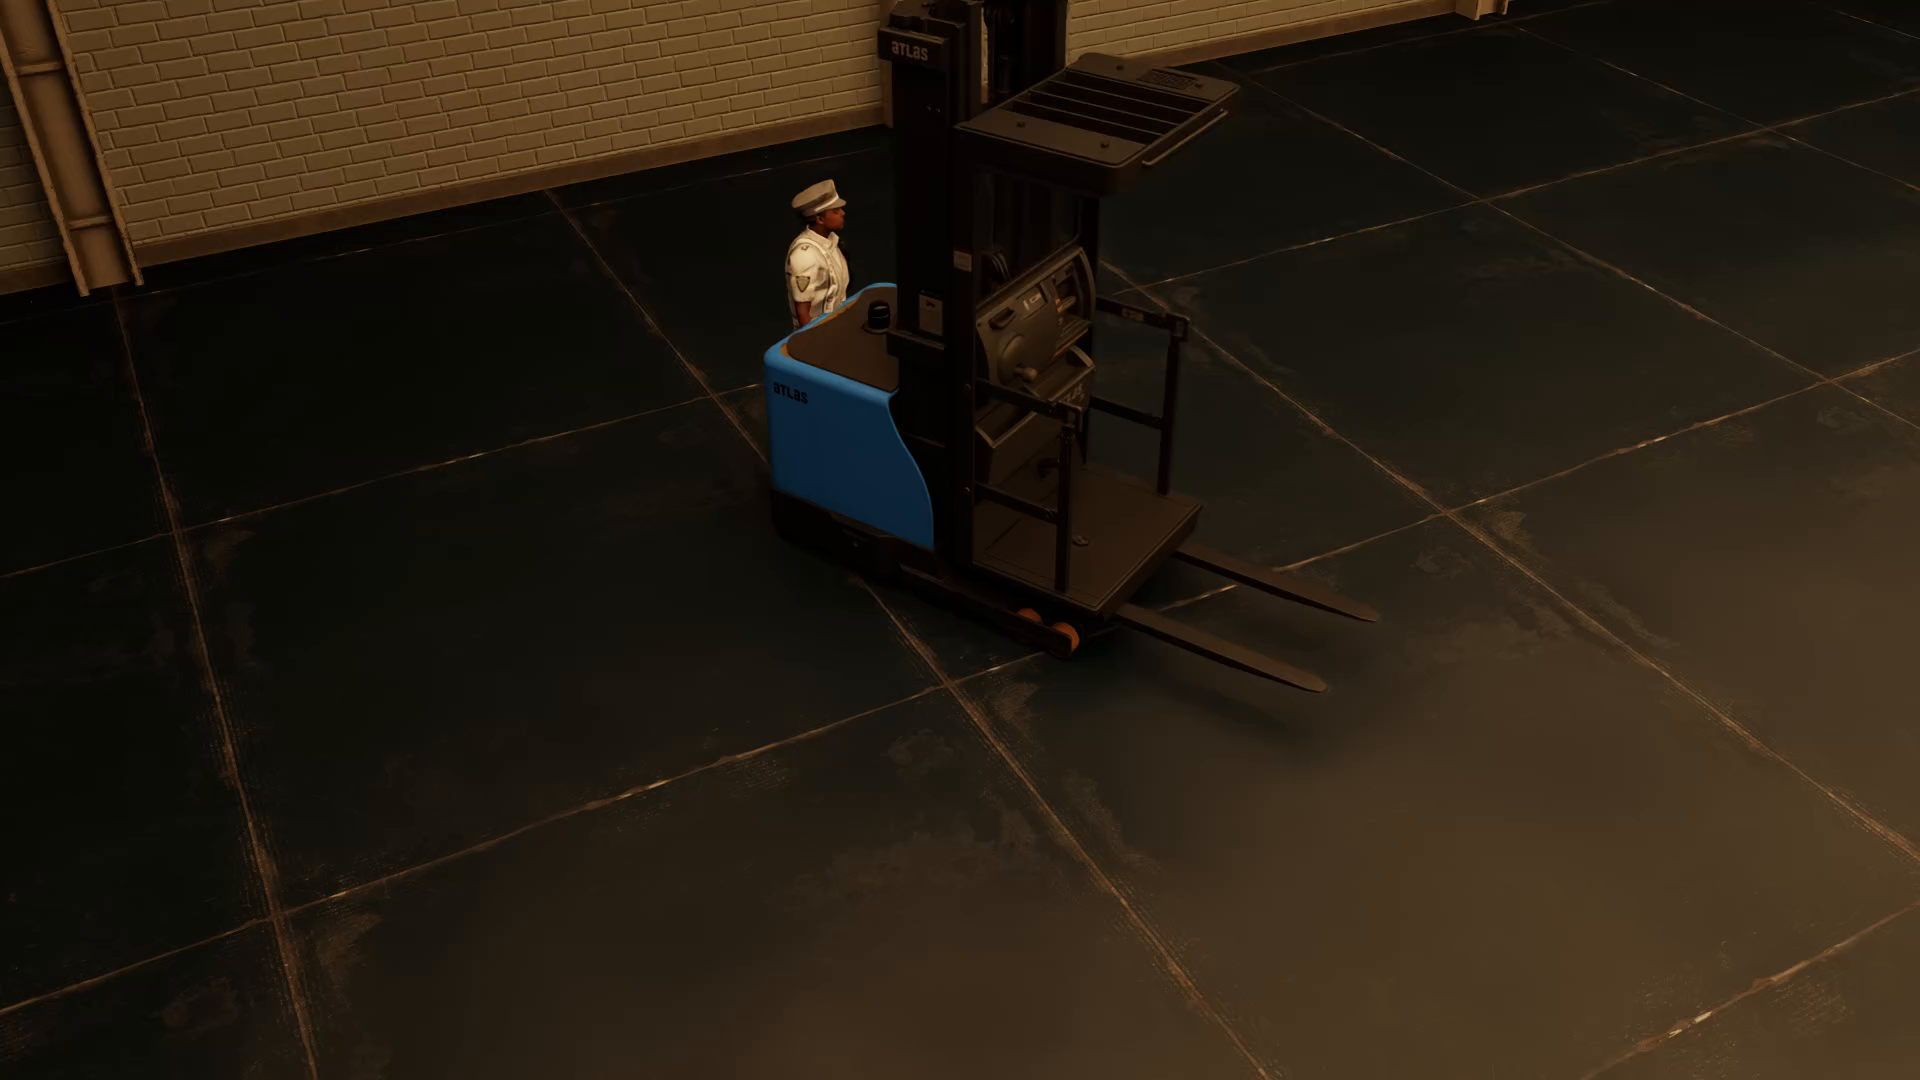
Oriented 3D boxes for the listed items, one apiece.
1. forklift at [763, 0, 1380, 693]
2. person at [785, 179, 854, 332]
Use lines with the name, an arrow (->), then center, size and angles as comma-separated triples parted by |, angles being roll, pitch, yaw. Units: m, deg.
forklift -> 0.527, -0.992, 7.526 | 3.031, 2.935, 1.130 | 21, 40, 27
person -> -0.603, -1.042, 8.657 | 0.562, 1.692, 0.575 | 6, 36, 8
